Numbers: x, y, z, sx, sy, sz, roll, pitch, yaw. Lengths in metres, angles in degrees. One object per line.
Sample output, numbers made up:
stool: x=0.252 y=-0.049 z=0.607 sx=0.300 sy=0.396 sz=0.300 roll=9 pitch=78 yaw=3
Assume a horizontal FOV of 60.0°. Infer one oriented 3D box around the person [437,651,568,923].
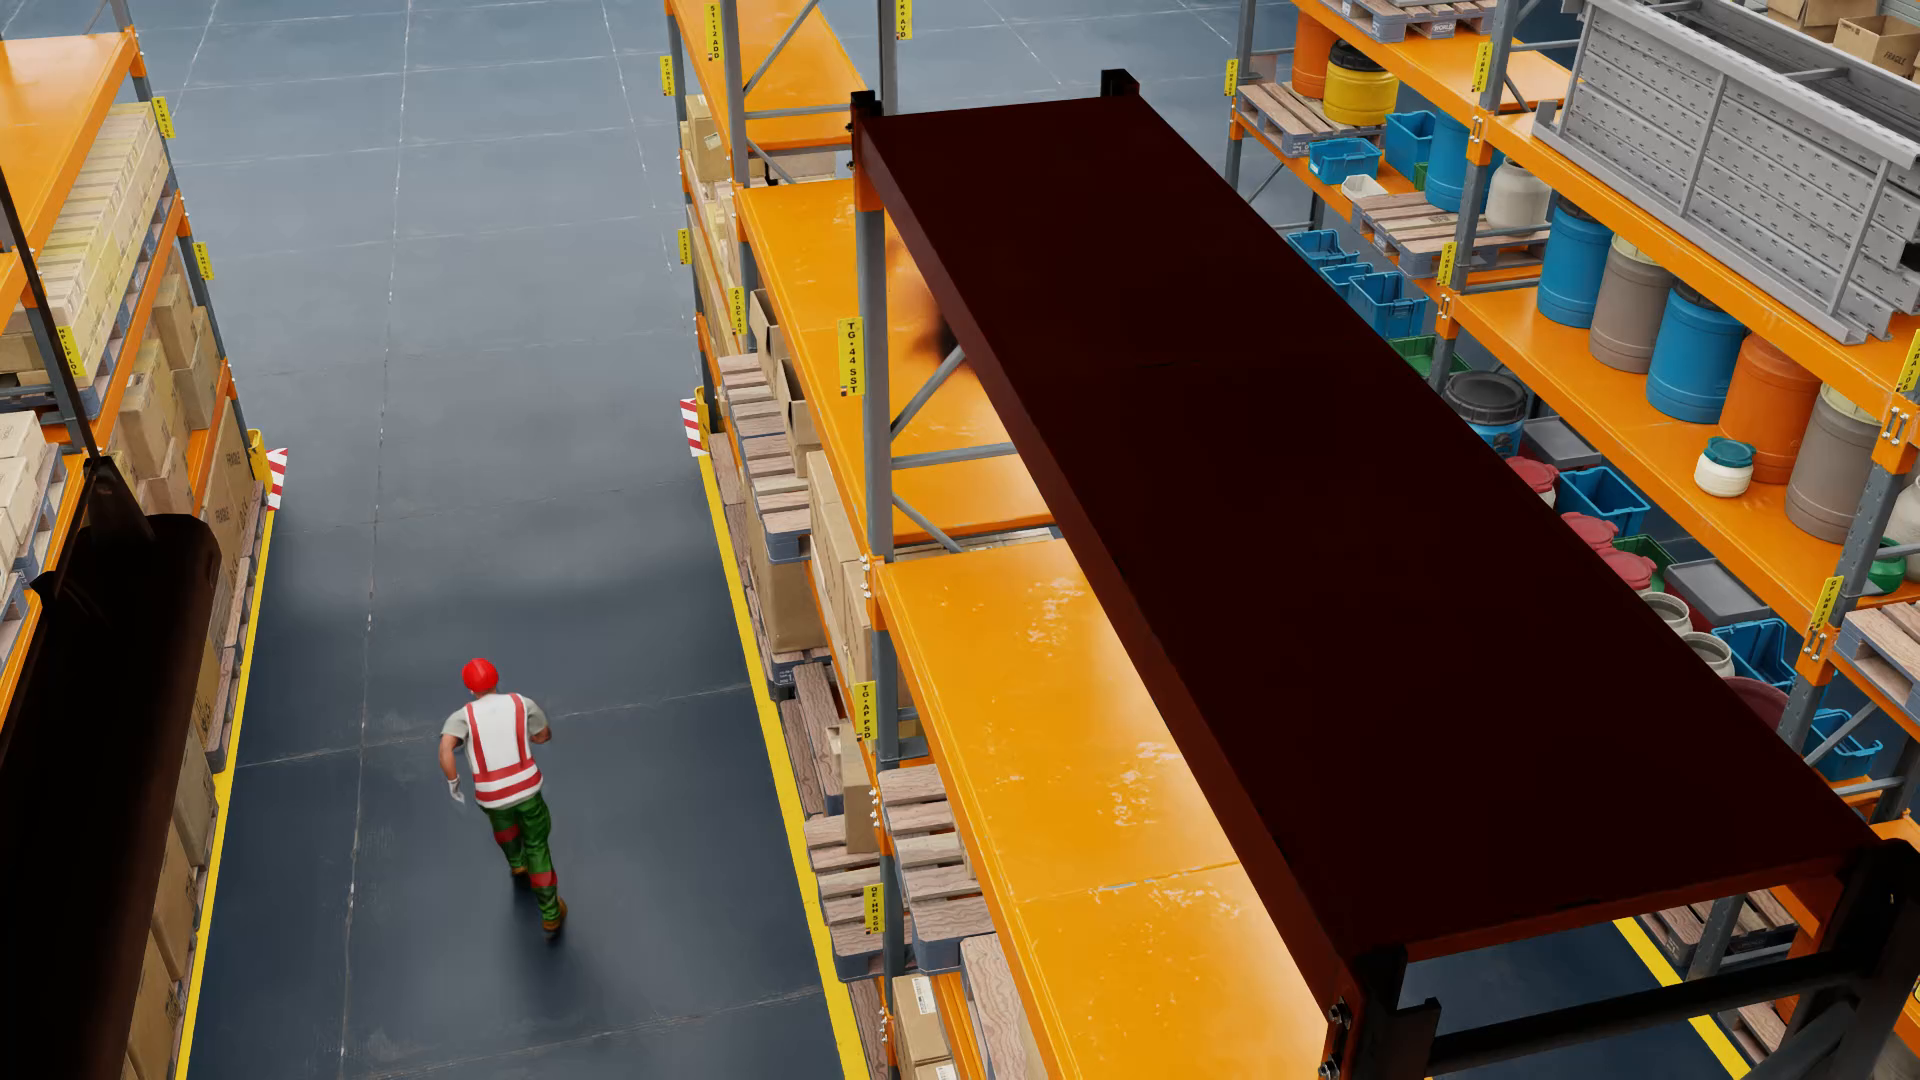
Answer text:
person: x=-2.795 y=1.585 z=10.341 sx=0.683 sy=1.728 sz=1.030 roll=-18 pitch=38 yaw=-24
